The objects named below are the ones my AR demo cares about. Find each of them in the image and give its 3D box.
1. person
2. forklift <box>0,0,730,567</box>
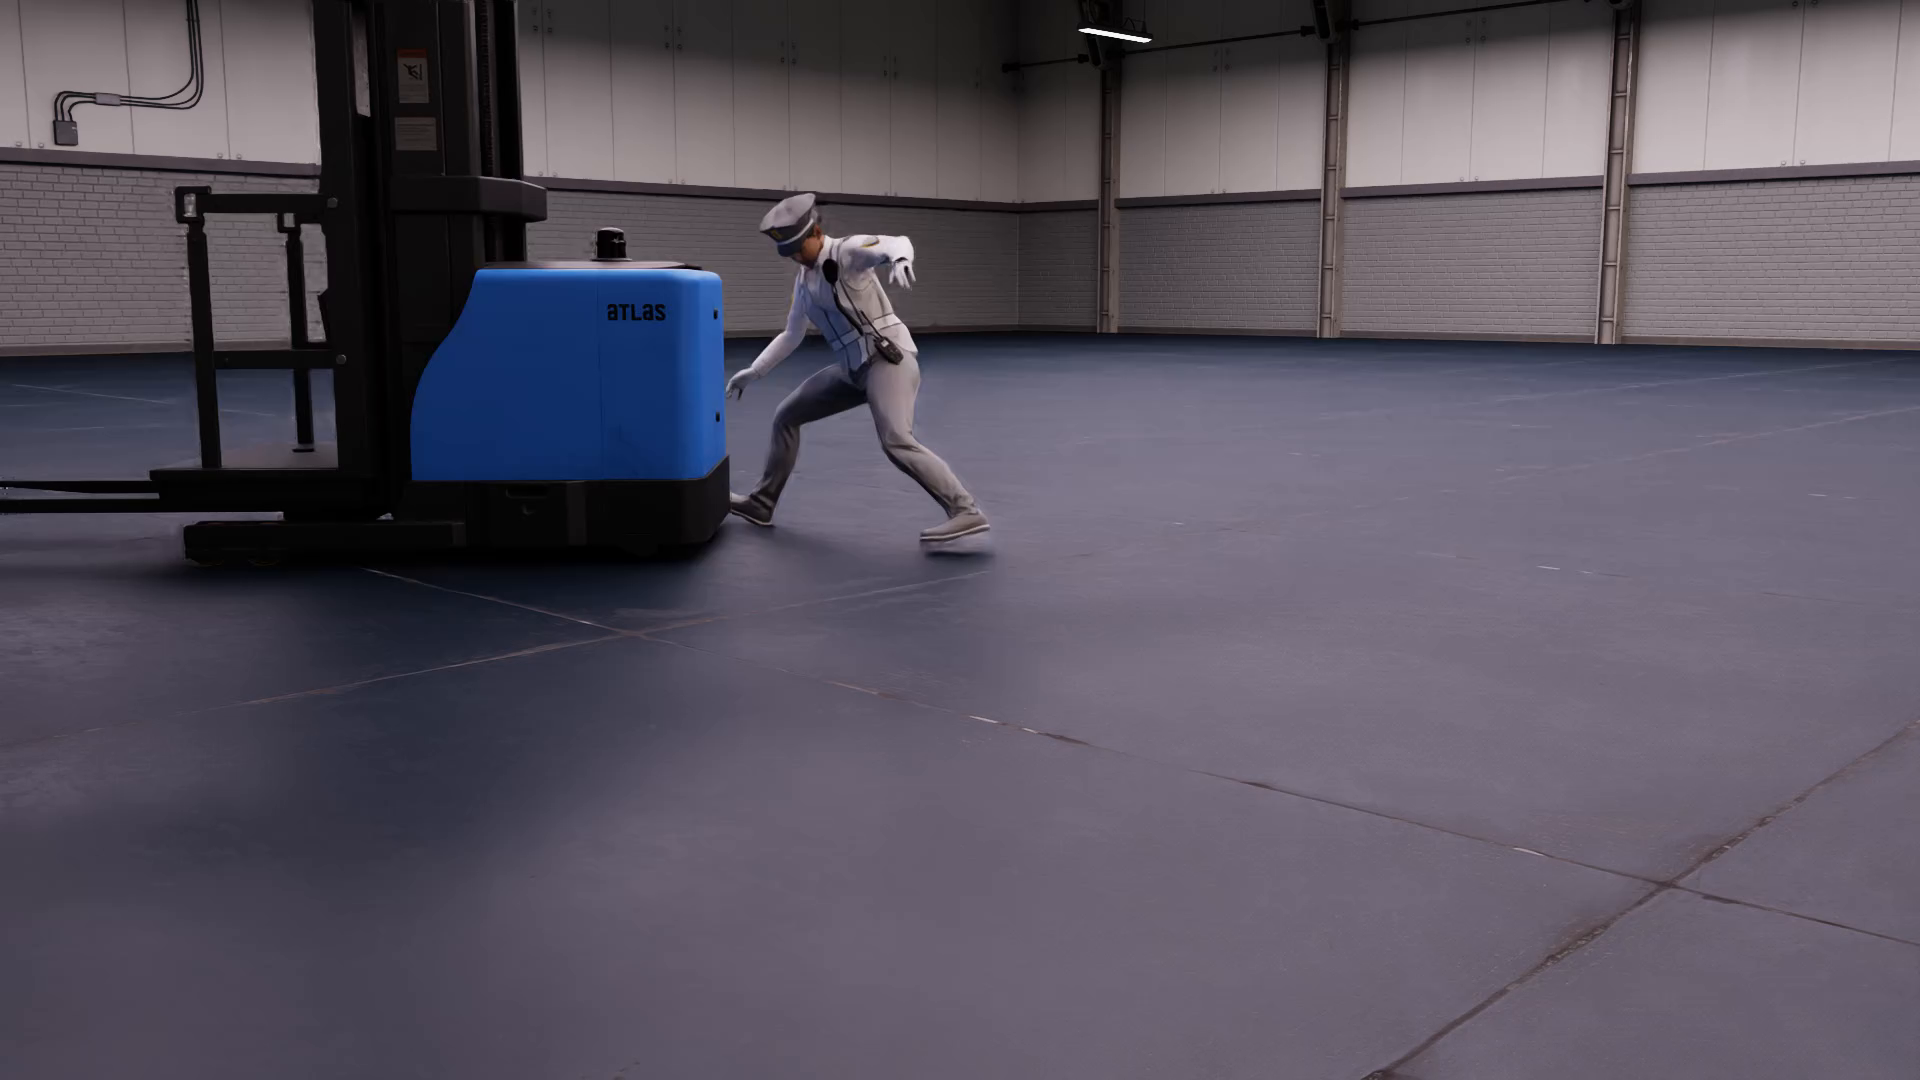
[{"bbox_3d":[-0.480,-0.700,6.755,0.710,1.390,1.238,-5,10,-29],"label":"person"},{"bbox_3d":[-2.472,-1.430,6.371,3.031,2.935,1.130,0,9,-2],"label":"forklift"}]
